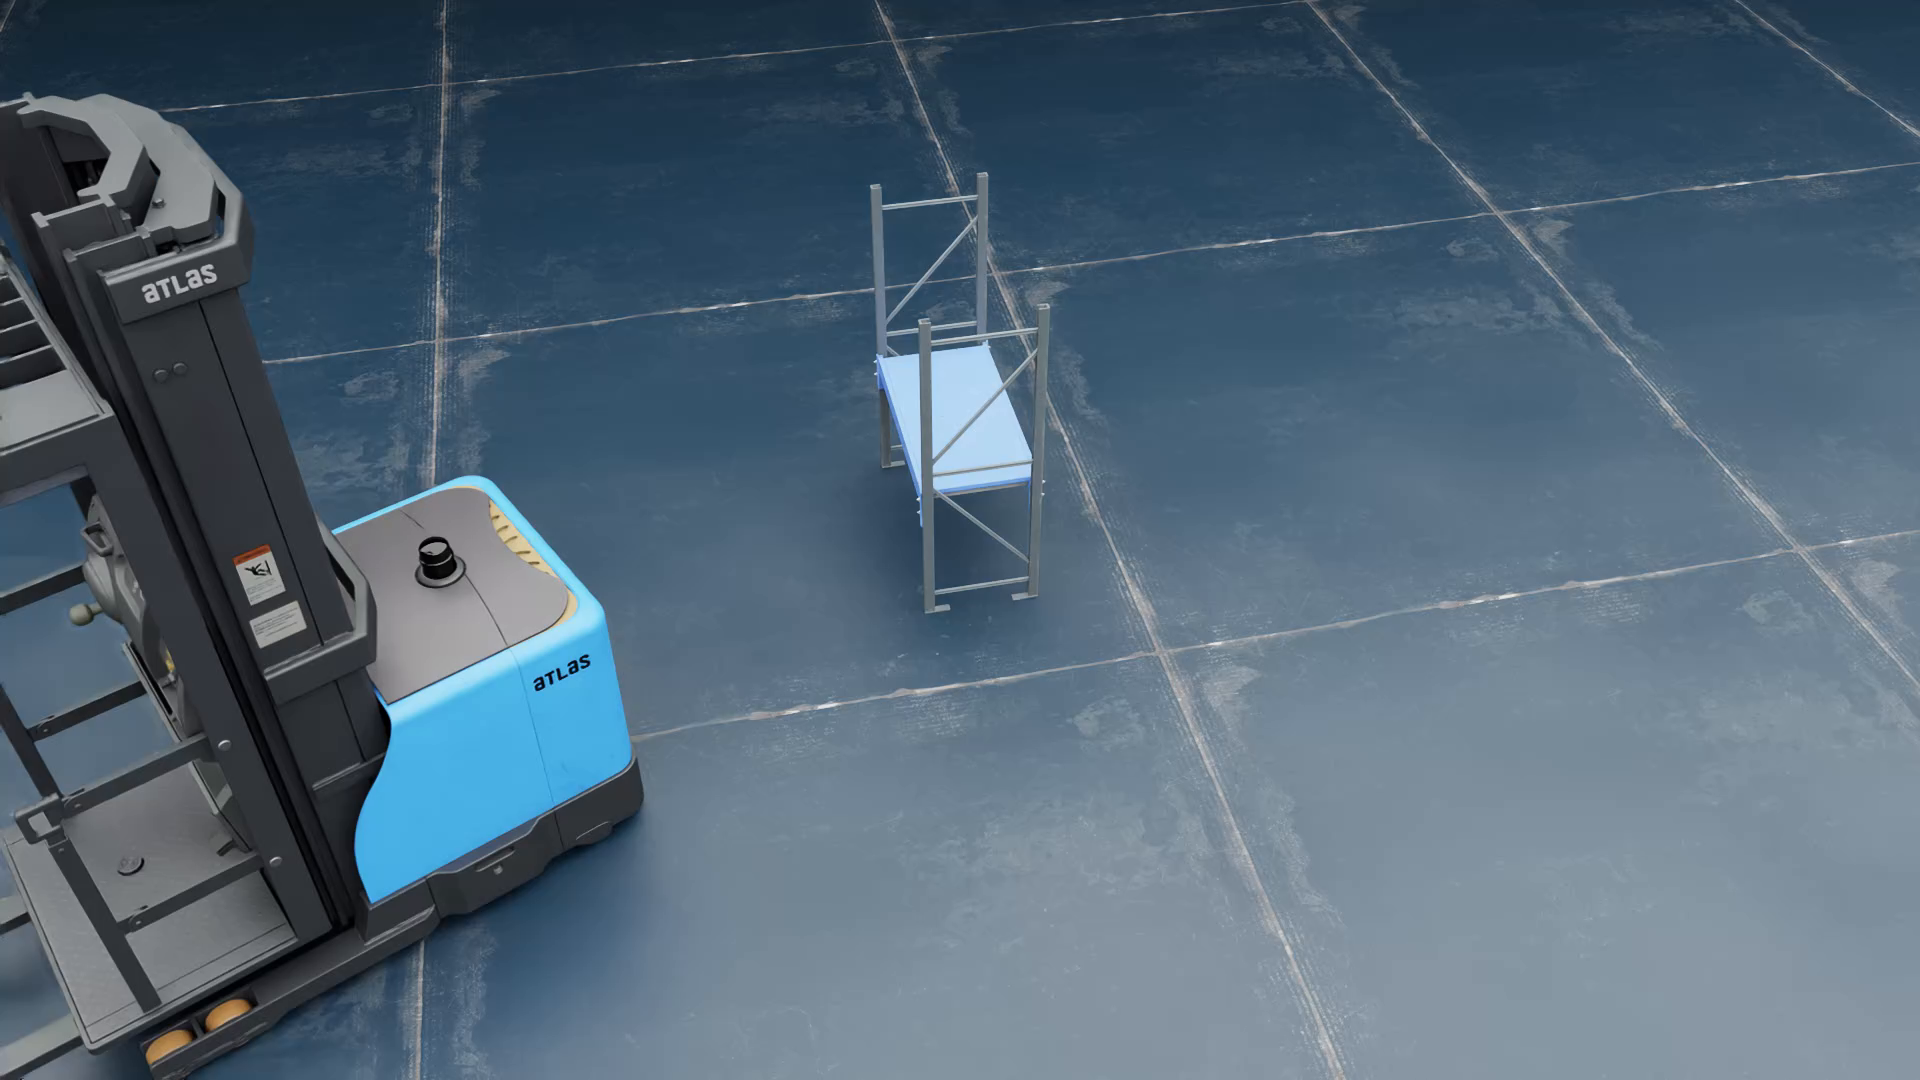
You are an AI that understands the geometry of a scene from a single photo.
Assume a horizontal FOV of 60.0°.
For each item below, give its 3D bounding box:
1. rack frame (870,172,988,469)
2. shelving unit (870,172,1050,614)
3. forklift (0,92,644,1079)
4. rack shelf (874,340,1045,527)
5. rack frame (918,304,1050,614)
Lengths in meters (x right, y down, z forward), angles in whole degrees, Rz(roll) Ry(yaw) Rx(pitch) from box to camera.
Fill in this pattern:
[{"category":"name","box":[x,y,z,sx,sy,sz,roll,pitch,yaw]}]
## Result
[{"category":"rack frame","box":[-0.128,-0.946,7.467,0.500,1.500,0.032,-8,42,-9]},{"category":"shelving unit","box":[-0.018,-0.616,7.096,0.538,1.500,1.048,-8,42,-9]},{"category":"forklift","box":[-2.677,0.292,4.995,3.031,2.935,1.130,-27,48,-27]},{"category":"rack shelf","box":[-0.018,-0.482,7.216,0.538,0.185,1.000,-8,42,-9]},{"category":"rack frame","box":[0.091,-0.287,6.725,0.500,1.500,0.032,-8,42,-9]}]
